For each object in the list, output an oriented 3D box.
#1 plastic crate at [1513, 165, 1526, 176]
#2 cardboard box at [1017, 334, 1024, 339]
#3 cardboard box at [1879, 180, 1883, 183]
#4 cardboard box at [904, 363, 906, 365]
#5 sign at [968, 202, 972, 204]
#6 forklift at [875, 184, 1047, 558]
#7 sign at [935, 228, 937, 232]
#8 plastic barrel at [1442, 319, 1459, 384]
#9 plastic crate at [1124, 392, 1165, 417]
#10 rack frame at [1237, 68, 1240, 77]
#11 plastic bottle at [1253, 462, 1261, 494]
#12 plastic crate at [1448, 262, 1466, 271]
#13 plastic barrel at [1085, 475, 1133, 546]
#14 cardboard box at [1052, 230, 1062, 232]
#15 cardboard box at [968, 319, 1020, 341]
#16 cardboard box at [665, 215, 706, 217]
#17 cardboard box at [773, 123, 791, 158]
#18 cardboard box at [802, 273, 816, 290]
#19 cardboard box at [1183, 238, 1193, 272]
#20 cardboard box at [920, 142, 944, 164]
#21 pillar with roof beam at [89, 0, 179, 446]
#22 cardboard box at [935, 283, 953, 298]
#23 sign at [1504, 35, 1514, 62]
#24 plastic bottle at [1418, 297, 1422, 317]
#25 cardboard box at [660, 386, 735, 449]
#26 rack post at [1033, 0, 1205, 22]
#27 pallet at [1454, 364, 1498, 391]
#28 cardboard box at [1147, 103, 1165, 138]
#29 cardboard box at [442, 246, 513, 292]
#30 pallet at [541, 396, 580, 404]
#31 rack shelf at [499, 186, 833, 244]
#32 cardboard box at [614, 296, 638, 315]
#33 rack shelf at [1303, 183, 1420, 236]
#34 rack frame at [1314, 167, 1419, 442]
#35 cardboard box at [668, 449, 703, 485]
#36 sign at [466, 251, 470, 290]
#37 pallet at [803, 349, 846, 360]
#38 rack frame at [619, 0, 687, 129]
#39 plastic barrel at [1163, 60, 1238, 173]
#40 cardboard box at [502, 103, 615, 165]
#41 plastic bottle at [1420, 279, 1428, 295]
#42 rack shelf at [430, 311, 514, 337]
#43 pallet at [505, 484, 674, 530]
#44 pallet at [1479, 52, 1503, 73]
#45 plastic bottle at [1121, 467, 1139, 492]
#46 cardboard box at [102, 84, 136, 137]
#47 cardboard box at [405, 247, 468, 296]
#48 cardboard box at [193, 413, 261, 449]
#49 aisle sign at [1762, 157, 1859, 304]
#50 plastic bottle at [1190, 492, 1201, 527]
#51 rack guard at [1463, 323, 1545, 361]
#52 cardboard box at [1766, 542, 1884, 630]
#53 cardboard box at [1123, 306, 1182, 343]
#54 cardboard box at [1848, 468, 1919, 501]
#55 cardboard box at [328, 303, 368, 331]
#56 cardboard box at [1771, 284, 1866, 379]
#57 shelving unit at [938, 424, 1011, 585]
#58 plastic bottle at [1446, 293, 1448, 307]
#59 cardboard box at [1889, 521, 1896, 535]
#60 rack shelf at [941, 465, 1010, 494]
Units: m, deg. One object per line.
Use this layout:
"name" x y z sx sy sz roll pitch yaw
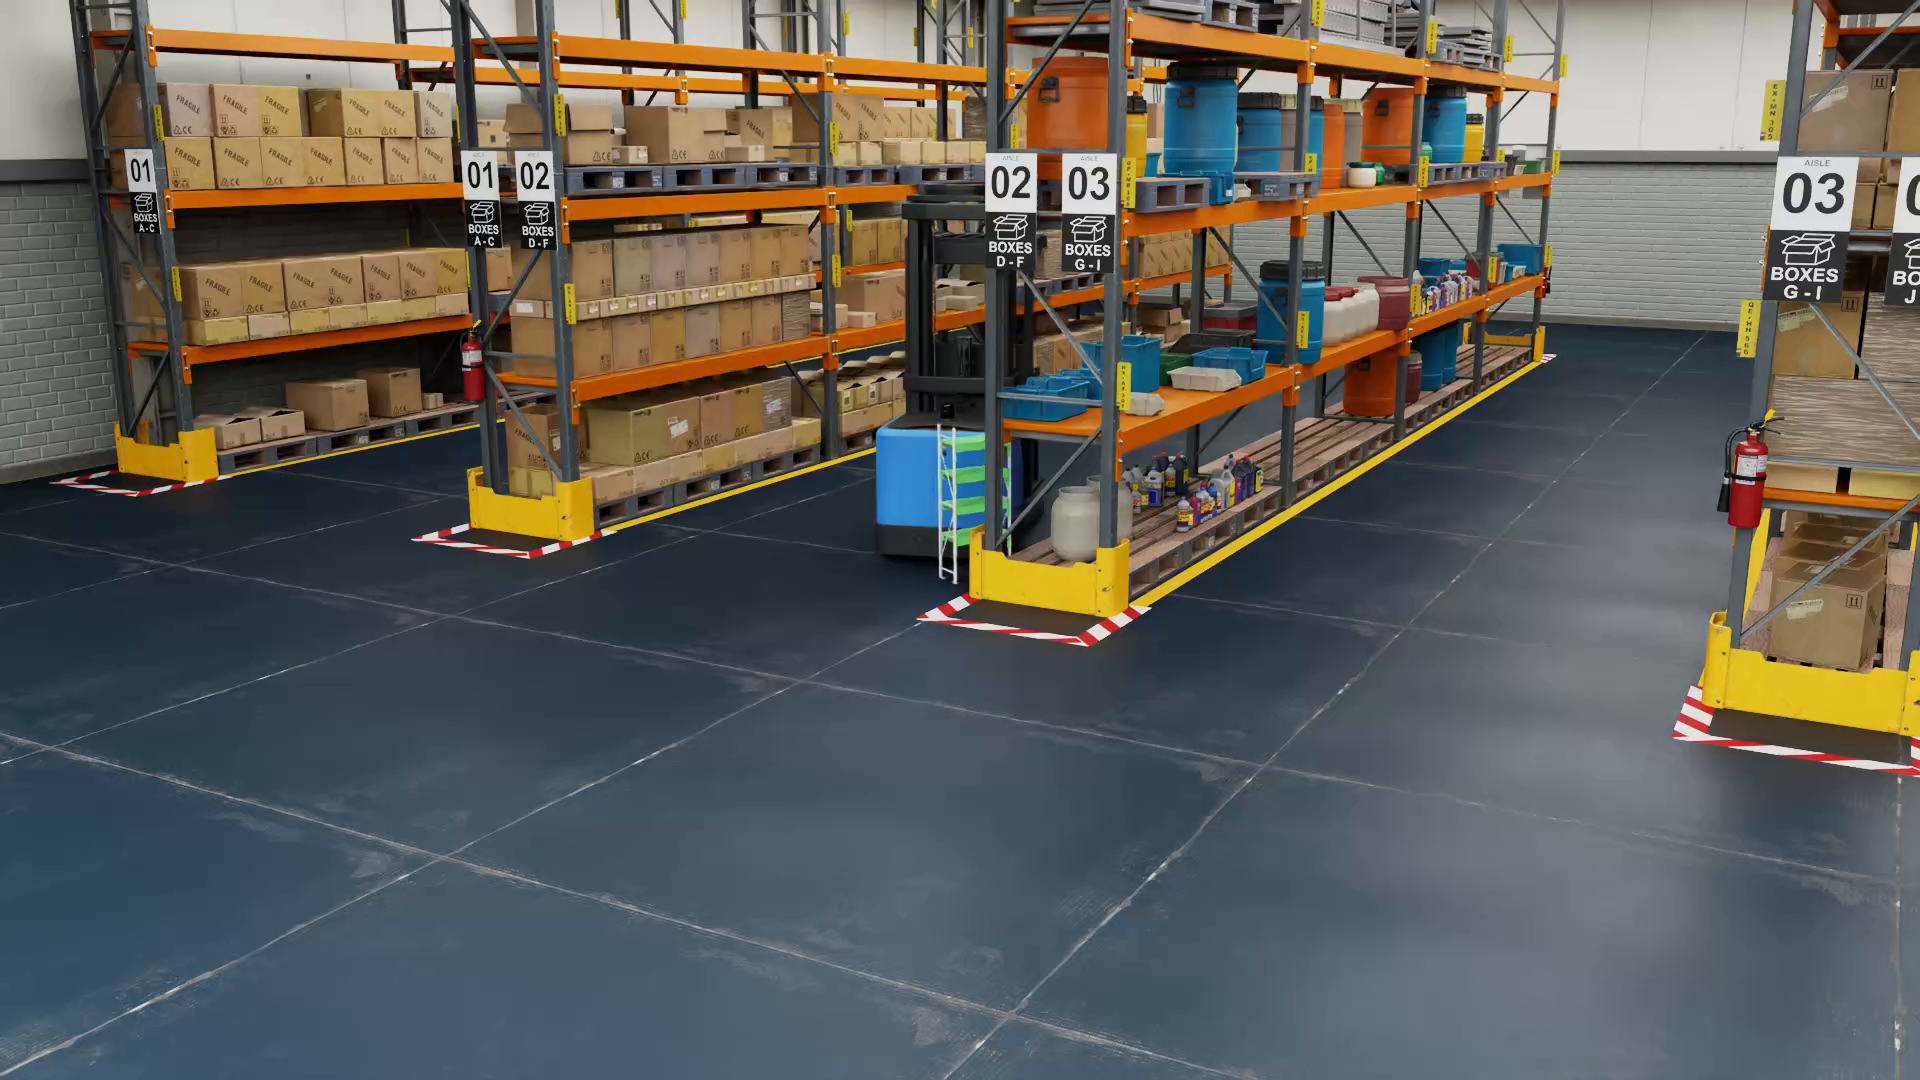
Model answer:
"plastic crate" 7.599 -5.146 23.141 0.437 0.136 0.530 7 15 28
"cardboard box" 0.676 -2.512 22.448 0.500 0.500 0.500 7 15 26
"cardboard box" 5.684 -1.986 9.790 0.500 0.250 0.500 7 15 27
"cardboard box" -0.351 -1.983 19.632 0.500 0.311 0.500 7 15 28
"sign" 0.176 -6.004 29.563 0.100 0.325 0.005 7 15 28
"forklift" 0.133 -1.569 14.286 1.130 2.935 3.031 3 14 12
"sign" -0.301 -3.773 20.981 0.100 0.325 0.005 7 15 28
"plastic barrel" 6.169 -2.522 21.675 0.600 0.901 0.708 7 15 28
"plastic crate" 1.360 -1.004 12.362 0.298 0.136 0.250 7 15 28
"rack frame" 4.046 -7.746 26.965 1.000 3.000 0.127 7 15 28
"plastic bottle" 2.635 -0.563 14.827 0.061 0.283 0.133 8 16 31
"plastic crate" 7.191 -3.871 23.918 0.416 0.233 0.300 7 15 28
"plastic barrel" 1.139 -0.227 12.986 0.421 0.512 0.421 0 14 0
"cardboard box" 1.687 -4.190 23.905 0.700 0.500 0.500 2 14 9
"cardboard box" 0.449 -2.782 21.970 0.500 0.250 0.500 8 16 30
"cardboard box" -3.914 -4.545 23.995 0.500 0.250 0.500 7 15 26
"cardboard box" -2.960 -6.001 24.973 0.700 0.500 0.500 7 15 27
"cardboard box" -1.699 -2.652 17.036 0.380 0.149 0.250 7 15 28
"cardboard box" 3.330 -4.444 25.853 0.500 0.500 0.500 7 15 27
"cardboard box" -0.516 -4.453 19.128 0.500 0.250 0.500 7 15 27
"pillar with roof beam" -4.677 -4.778 14.653 9.100 9.000 0.400 7 15 28
"cardboard box" -0.423 -2.984 20.200 0.500 0.311 0.500 7 15 27
"sign" 6.927 -6.200 20.994 0.100 0.325 0.005 7 15 28
"plastic bottle" 5.229 -2.714 19.154 0.152 0.276 0.135 7 15 28
"cardboard box" -2.507 -1.172 15.864 0.500 0.500 0.500 7 15 28
"rack post" 1.122 -3.799 11.660 0.937 0.300 0.954 9 16 34
"pallet" 6.768 -2.247 22.904 1.003 0.211 1.213 7 15 28
"cardboard box" 2.680 -6.193 24.574 0.700 0.500 0.500 7 15 28
"cardboard box" -5.817 -3.292 20.135 0.700 0.500 0.500 7 15 28
"pallet" -5.130 -1.984 21.813 1.003 0.211 1.213 7 15 28
"rack shelf" -2.722 -3.066 15.487 1.077 0.370 4.000 7 15 28
"cardboard box" -3.064 -2.073 14.634 0.380 0.149 0.250 7 15 28
"rack shelf" 3.546 -3.325 16.560 1.077 0.370 4.000 7 15 28
"rack frame" 4.513 -2.627 18.529 1.000 3.000 0.127 7 15 28
"cardboard box" -2.754 -0.705 15.529 0.500 0.250 0.500 7 15 28
"sign" -4.157 -2.290 14.155 0.100 0.325 0.005 7 15 28
"pallet" -2.533 -3.047 26.224 1.003 0.211 1.213 7 15 28
"rack frame" -4.160 -6.666 22.482 1.000 3.000 0.127 7 15 28
"plastic barrel" 2.004 -3.520 13.869 0.600 0.901 0.708 7 15 28
"cardboard box" -3.407 -3.445 14.110 0.797 0.503 0.637 9 16 32
"plastic bottle" 5.558 -2.961 20.022 0.144 0.351 0.185 7 15 28
"rack shelf" -5.127 -2.989 21.567 1.077 0.370 4.000 7 15 28
"pallet" -3.356 -0.354 15.049 1.003 0.211 1.213 7 15 28
"pallet" 6.073 -5.904 20.580 1.003 0.211 1.213 7 15 28
"plastic bottle" 1.439 -0.449 14.211 0.144 0.351 0.185 8 16 30
"cardboard box" -8.047 -4.229 16.384 0.500 0.500 0.500 8 16 31
"cardboard box" -6.051 -3.098 19.160 0.500 0.500 0.500 7 15 28
"cardboard box" -7.614 -1.146 17.187 0.500 0.311 0.500 6 15 22
"aisle sign" 4.689 -1.709 9.177 0.394 0.787 0.004 7 15 28
"plastic bottle" 1.920 -0.260 13.568 0.061 0.283 0.133 8 16 29
"rack guard" 8.380 -3.059 25.656 1.175 0.500 0.348 7 15 28
"cardboard box" 5.557 0.334 10.685 0.500 0.500 0.500 13 19 43
"cardboard box" 3.016 -3.396 26.106 0.797 0.503 0.637 7 15 28
"cardboard box" 5.328 -0.334 9.553 0.380 0.149 0.250 7 15 28
"cardboard box" -6.777 -2.424 17.966 0.500 0.250 0.500 8 15 29
"cardboard box" 5.031 -1.244 9.814 0.500 0.500 0.500 7 15 28
"shelving unit" 0.113 -0.300 12.707 0.503 1.200 0.258 -8 16 -30
"plastic bottle" 5.909 -2.953 20.305 0.097 0.201 0.097 0 14 0
"cardboard box" 7.231 -0.367 13.551 0.700 0.500 0.500 6 15 24
"rack shelf" 0.112 -0.471 12.666 0.480 0.148 0.258 -8 16 -30
